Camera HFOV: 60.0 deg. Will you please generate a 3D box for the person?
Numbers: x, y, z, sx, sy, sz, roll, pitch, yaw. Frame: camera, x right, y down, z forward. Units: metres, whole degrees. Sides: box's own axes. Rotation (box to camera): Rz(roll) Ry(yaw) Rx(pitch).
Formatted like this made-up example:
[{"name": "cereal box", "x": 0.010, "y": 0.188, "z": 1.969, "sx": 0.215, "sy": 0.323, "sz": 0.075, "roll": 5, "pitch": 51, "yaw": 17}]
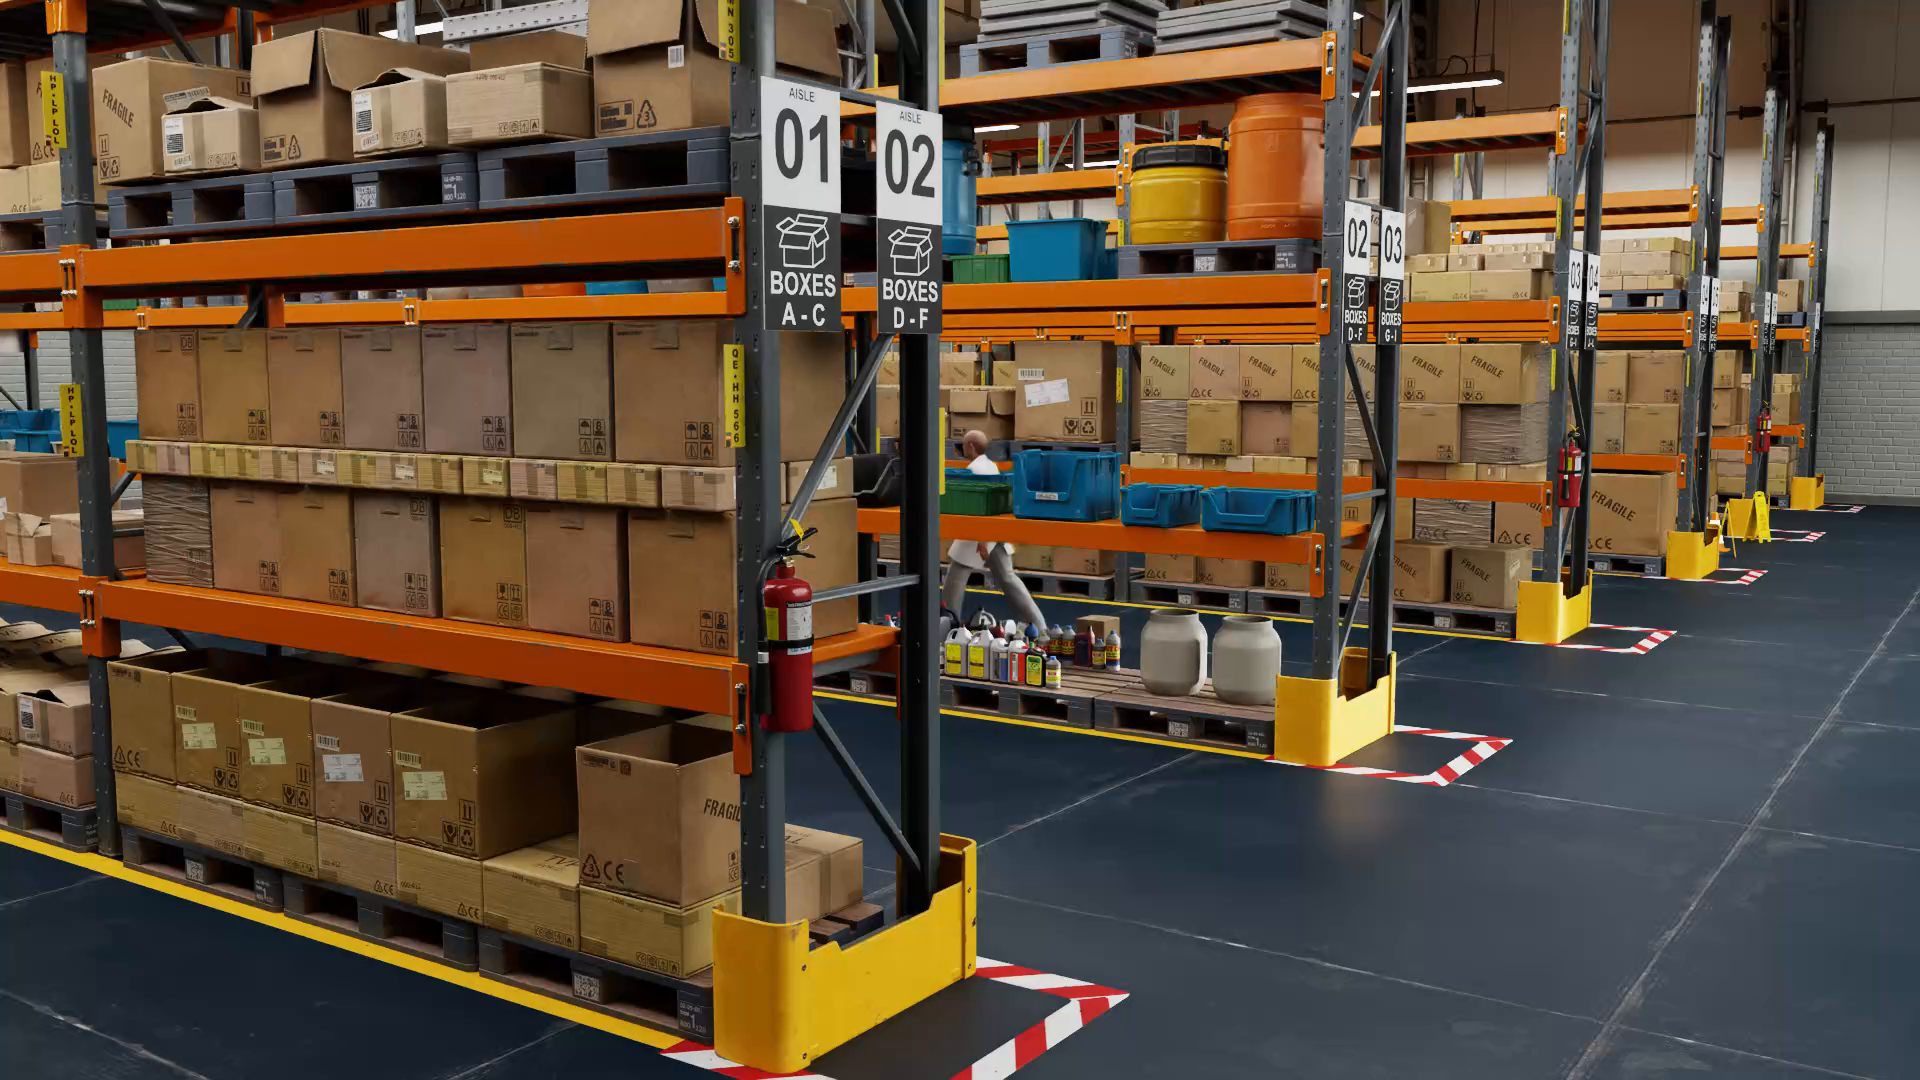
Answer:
[{"name": "person", "x": 0.185, "y": -0.048, "z": 13.786, "sx": 1.153, "sy": 1.724, "sz": 0.613, "roll": 3, "pitch": 7, "yaw": 26}]
